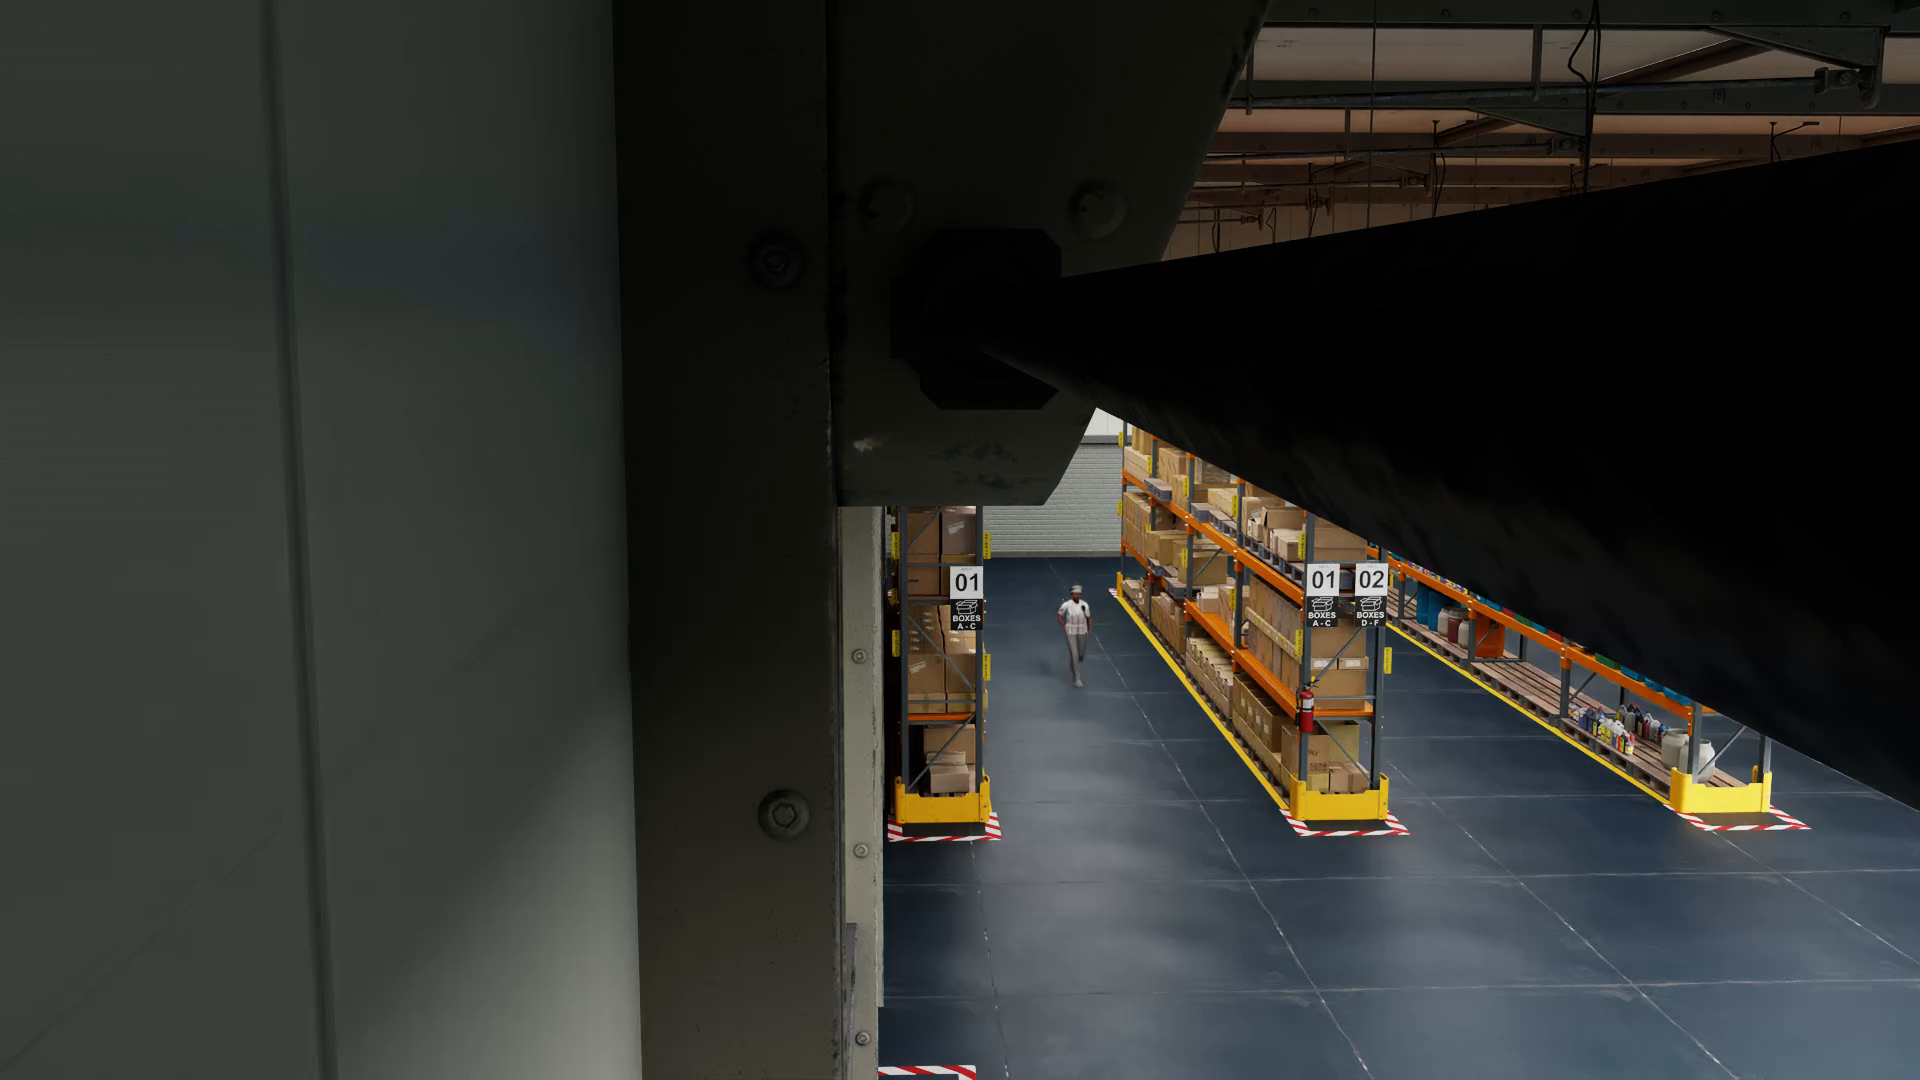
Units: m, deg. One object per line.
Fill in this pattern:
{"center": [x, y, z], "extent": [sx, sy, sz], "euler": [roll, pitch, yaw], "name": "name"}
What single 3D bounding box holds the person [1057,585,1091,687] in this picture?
{"center": [1.938, 1.586, 28.044], "extent": [0.578, 1.691, 0.769], "euler": [-2, 8, -12], "name": "person"}
